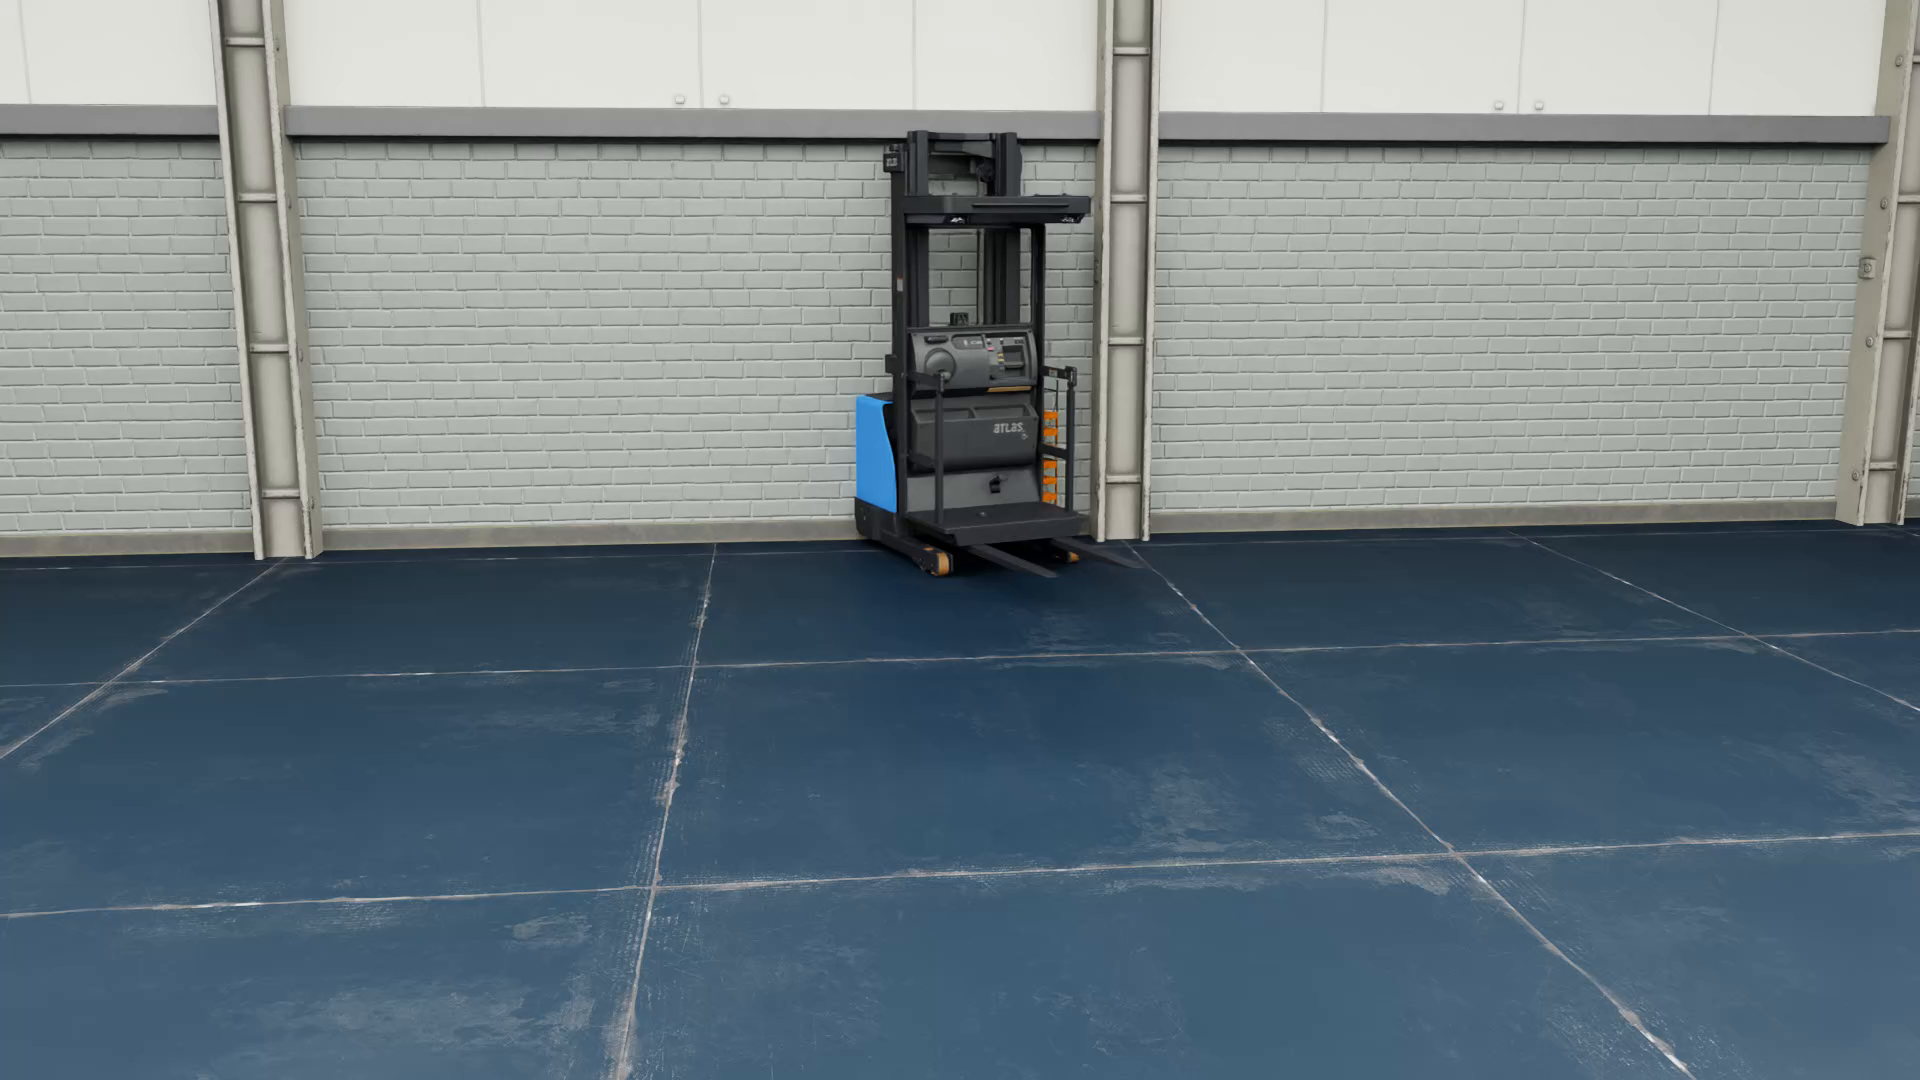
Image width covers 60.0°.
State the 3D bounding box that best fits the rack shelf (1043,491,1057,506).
[{"bbox_3d":[0.574,-0.308,12.297,0.180,0.103,0.258,-6,13,-30],"label":"rack shelf"}]

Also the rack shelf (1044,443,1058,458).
[{"bbox_3d":[0.574,-0.661,12.228,0.180,0.103,0.258,-6,13,-30],"label":"rack shelf"}]

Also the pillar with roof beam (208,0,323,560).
[{"bbox_3d":[-4.305,-3.486,6.771,0.400,9.000,9.100,-1,11,-6],"label":"pillar with roof beam"}]

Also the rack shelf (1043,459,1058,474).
[{"bbox_3d":[0.574,-0.543,12.251,0.180,0.103,0.258,-6,13,-30],"label":"rack shelf"}]

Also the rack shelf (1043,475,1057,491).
[{"bbox_3d":[0.574,-0.425,12.274,0.180,0.103,0.258,-6,13,-30],"label":"rack shelf"}]

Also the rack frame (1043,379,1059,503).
[{"bbox_3d":[0.653,-0.596,12.288,0.006,1.200,0.240,-6,13,-30],"label":"rack frame"}]

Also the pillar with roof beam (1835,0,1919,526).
[{"bbox_3d":[7.625,-3.736,8.043,0.400,9.000,9.100,-1,11,-6],"label":"pillar with roof beam"}]

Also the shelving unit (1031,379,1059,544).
[{"bbox_3d":[0.574,-0.587,12.242,0.189,1.200,0.258,-6,13,-30],"label":"shelving unit"}]

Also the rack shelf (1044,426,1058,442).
[{"bbox_3d":[0.574,-0.779,12.204,0.180,0.103,0.258,-6,13,-30],"label":"rack shelf"}]

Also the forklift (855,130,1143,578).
[{"bbox_3d":[0.195,-1.286,11.309,1.130,2.935,3.031,-5,12,-25],"label":"forklift"}]

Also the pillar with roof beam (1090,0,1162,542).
[{"bbox_3d":[1.660,-3.611,7.407,0.400,9.000,9.100,-1,11,-6],"label":"pillar with roof beam"}]

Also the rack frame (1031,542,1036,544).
[{"bbox_3d":[0.495,-0.578,12.197,0.006,1.200,0.240,-6,13,-30],"label":"rack frame"}]

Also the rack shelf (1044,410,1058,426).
[{"bbox_3d":[0.574,-0.896,12.181,0.180,0.103,0.258,-6,13,-30],"label":"rack shelf"}]
